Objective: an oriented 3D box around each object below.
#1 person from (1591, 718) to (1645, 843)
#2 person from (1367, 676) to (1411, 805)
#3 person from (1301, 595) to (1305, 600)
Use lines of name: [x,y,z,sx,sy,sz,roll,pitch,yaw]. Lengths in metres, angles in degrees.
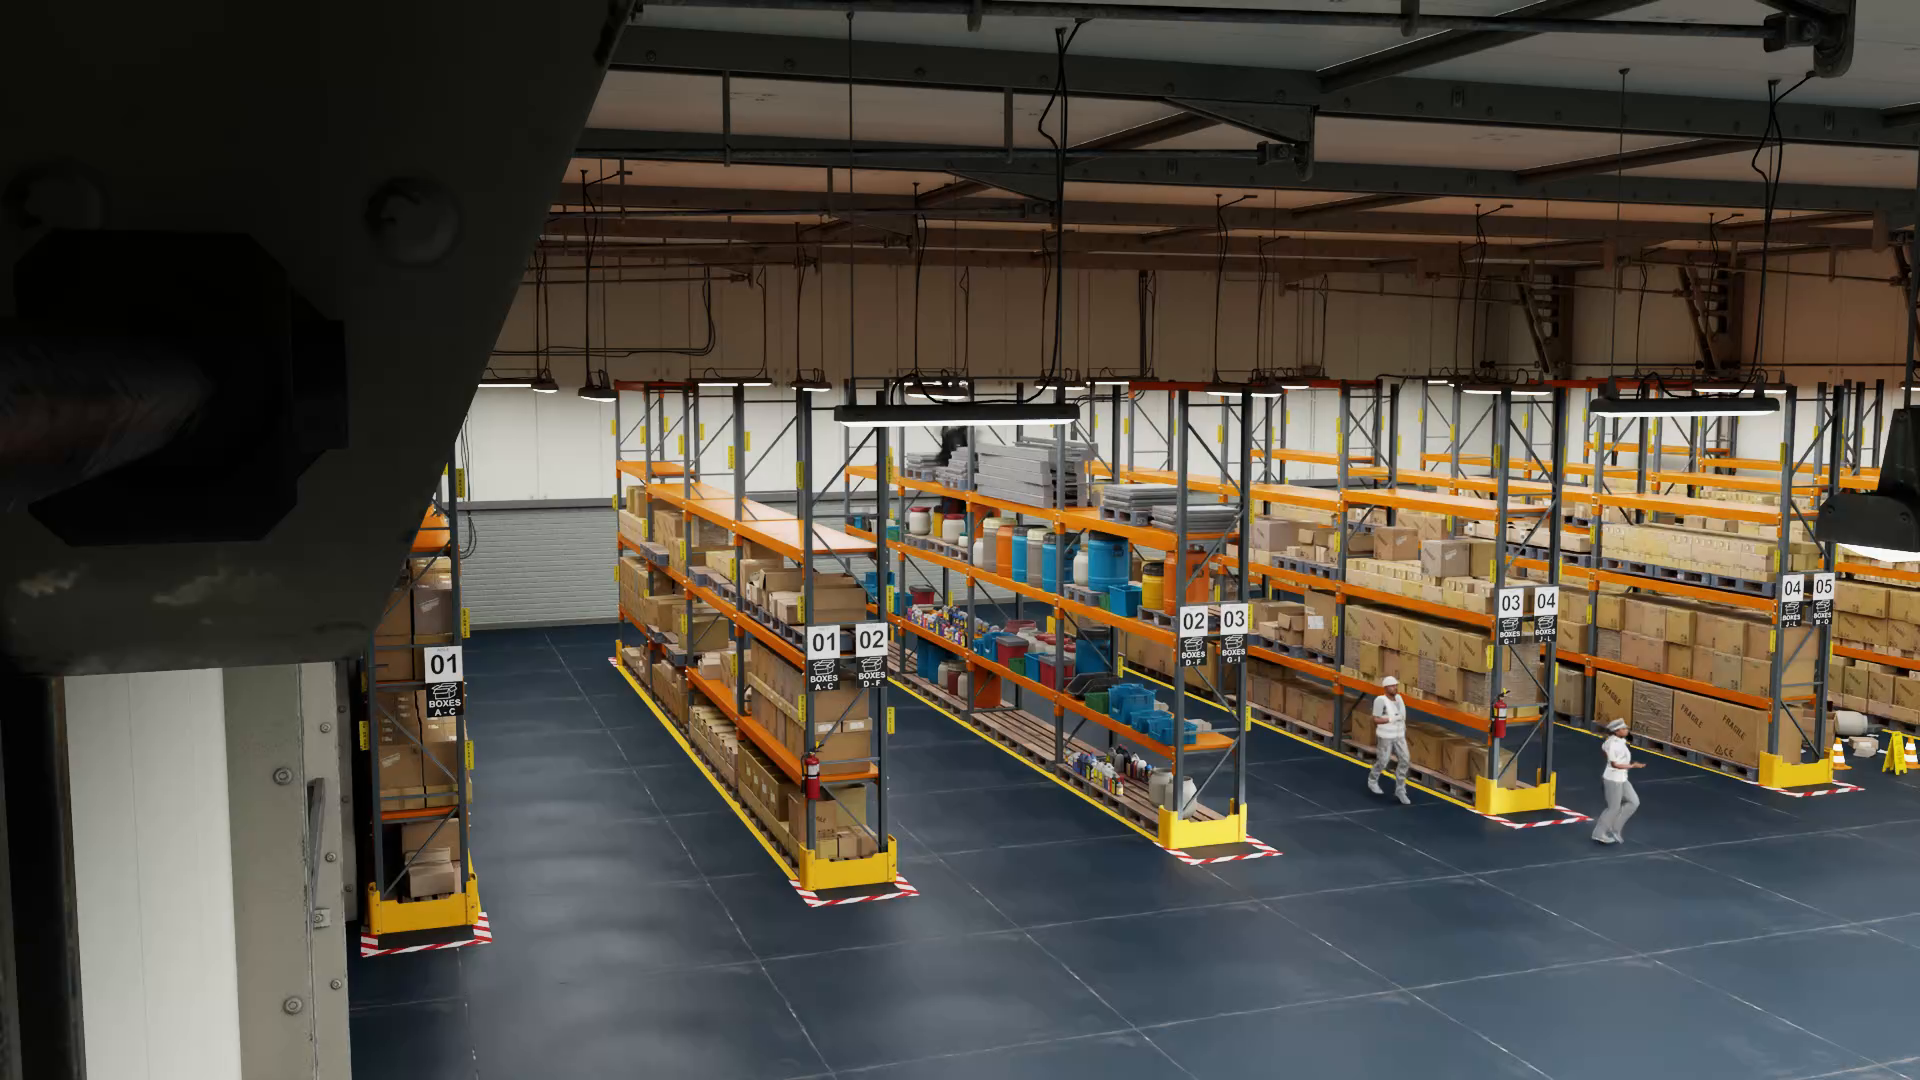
person: [8.696,3.186,21.926,0.622,1.722,0.585,3,7,28]
person: [6.237,2.886,24.128,0.661,1.836,0.755,-3,7,-26]
person: [8.881,1.087,41.969,0.639,1.640,0.554,-2,6,-20]
